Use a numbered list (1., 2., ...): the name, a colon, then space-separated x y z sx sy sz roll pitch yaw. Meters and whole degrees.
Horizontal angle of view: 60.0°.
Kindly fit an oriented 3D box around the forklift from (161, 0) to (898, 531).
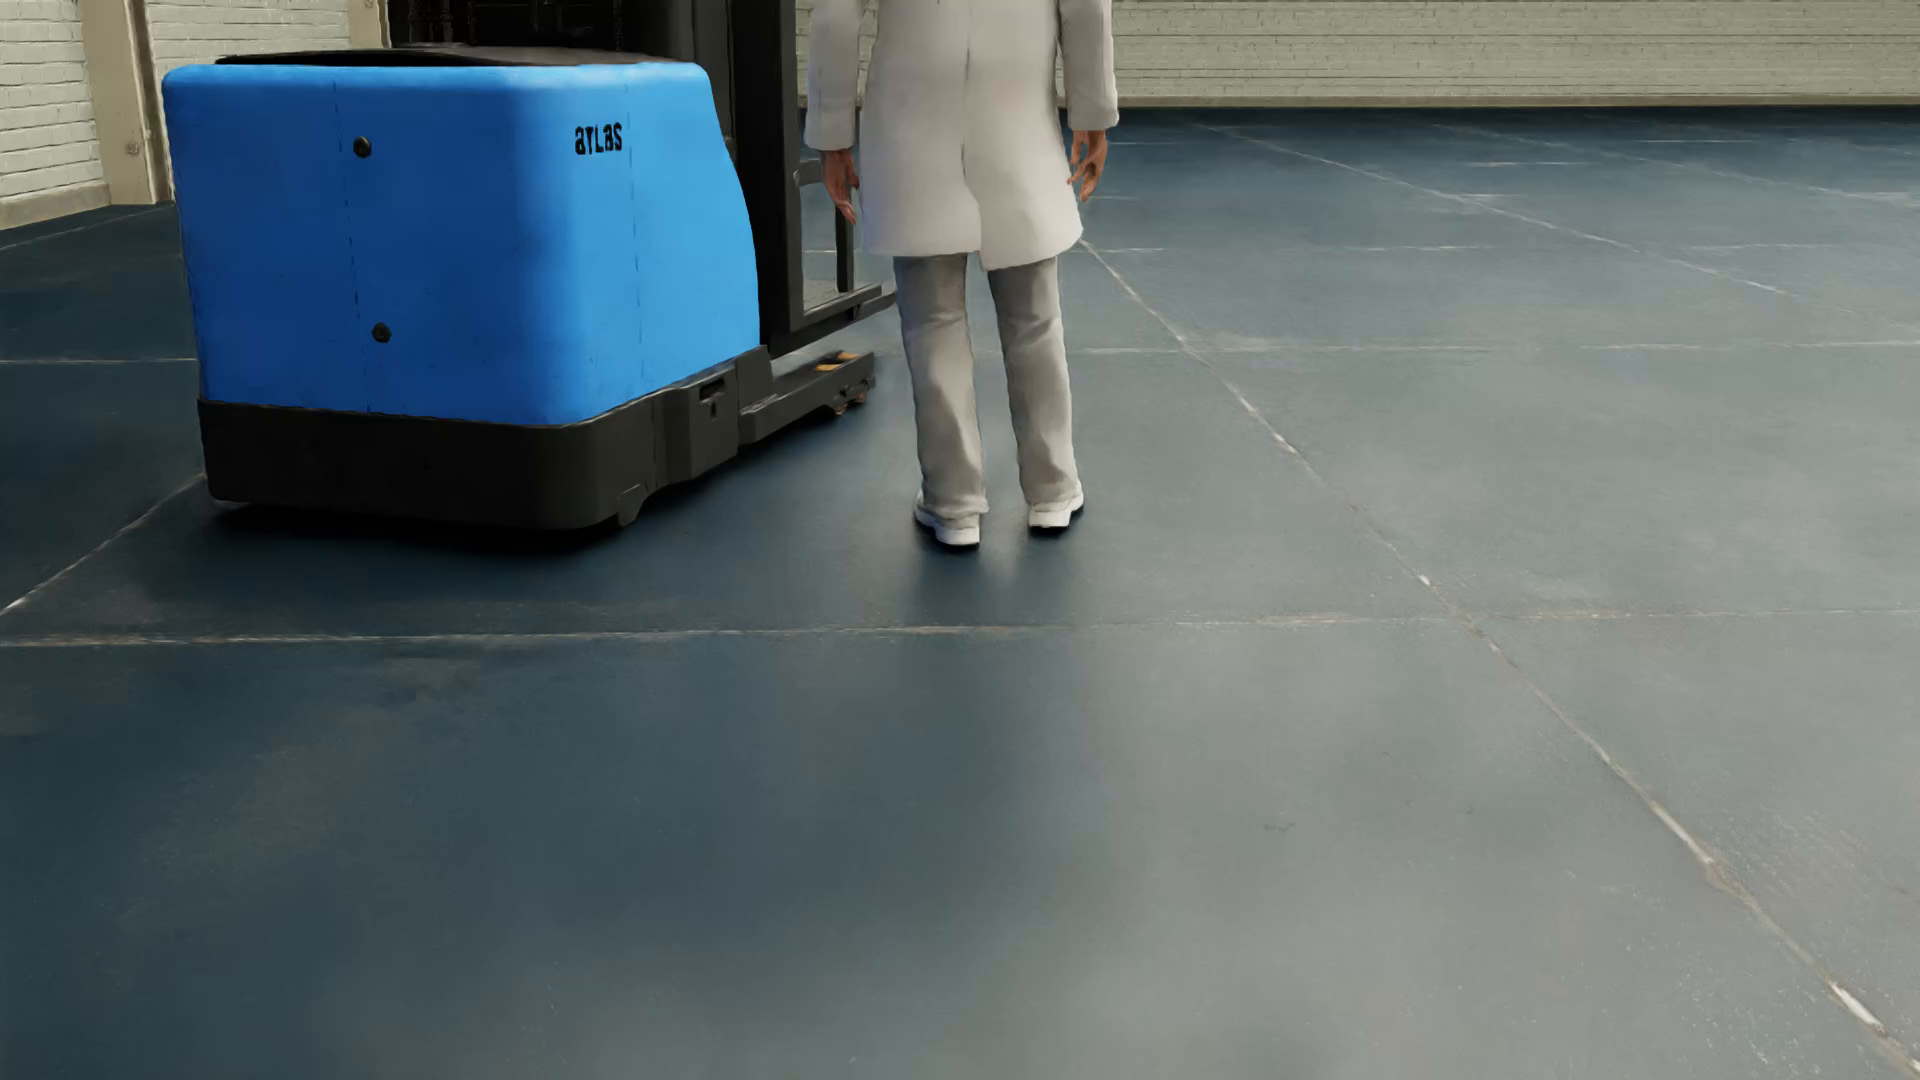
1. forklift: -0.911 -1.814 4.836 1.130 2.935 3.031 5 18 16

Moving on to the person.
1. person: 0.000 -0.884 3.743 0.694 1.776 0.579 -1 17 -3
